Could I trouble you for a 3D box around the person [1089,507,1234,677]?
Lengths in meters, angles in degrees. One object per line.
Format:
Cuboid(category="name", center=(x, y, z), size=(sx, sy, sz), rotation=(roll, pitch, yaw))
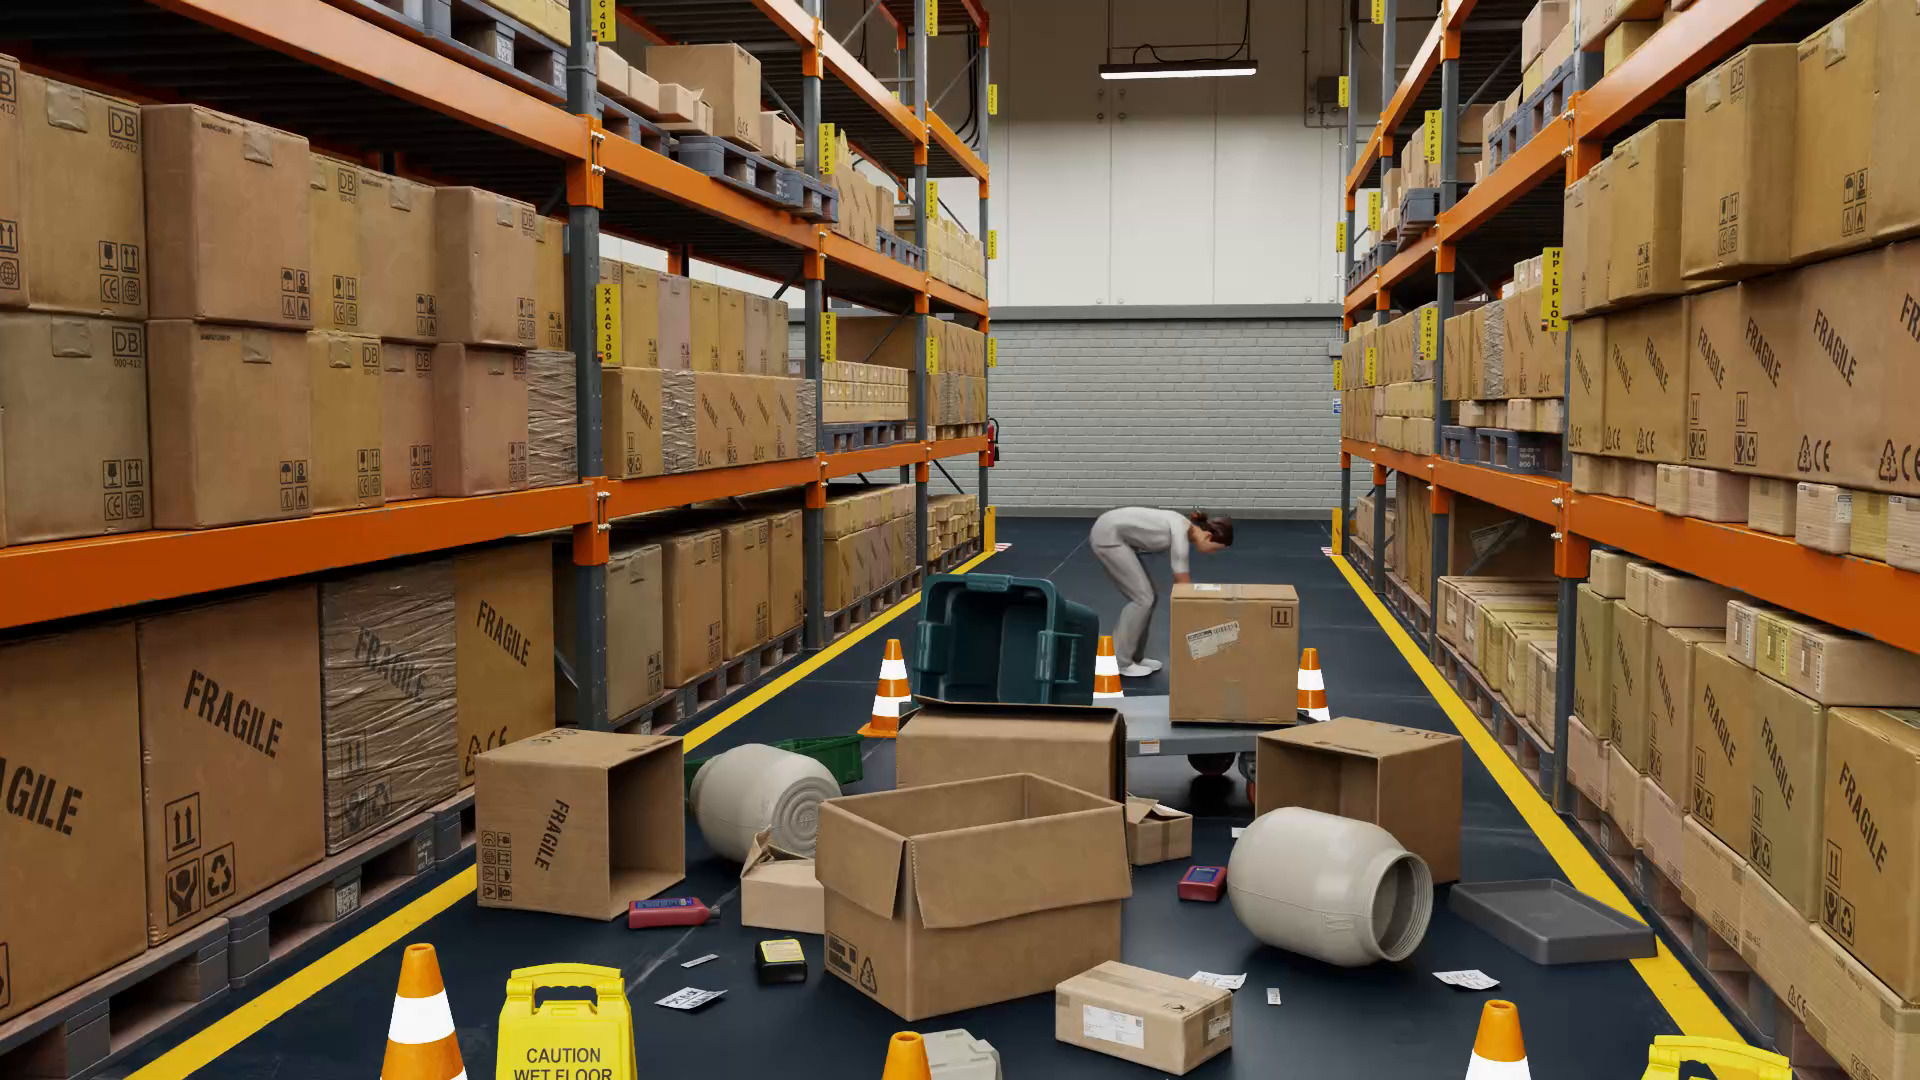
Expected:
Cuboid(category="person", center=(1.222, 0.307, 10.107), size=(0.872, 1.025, 0.427), rotation=(1, 5, 6))
